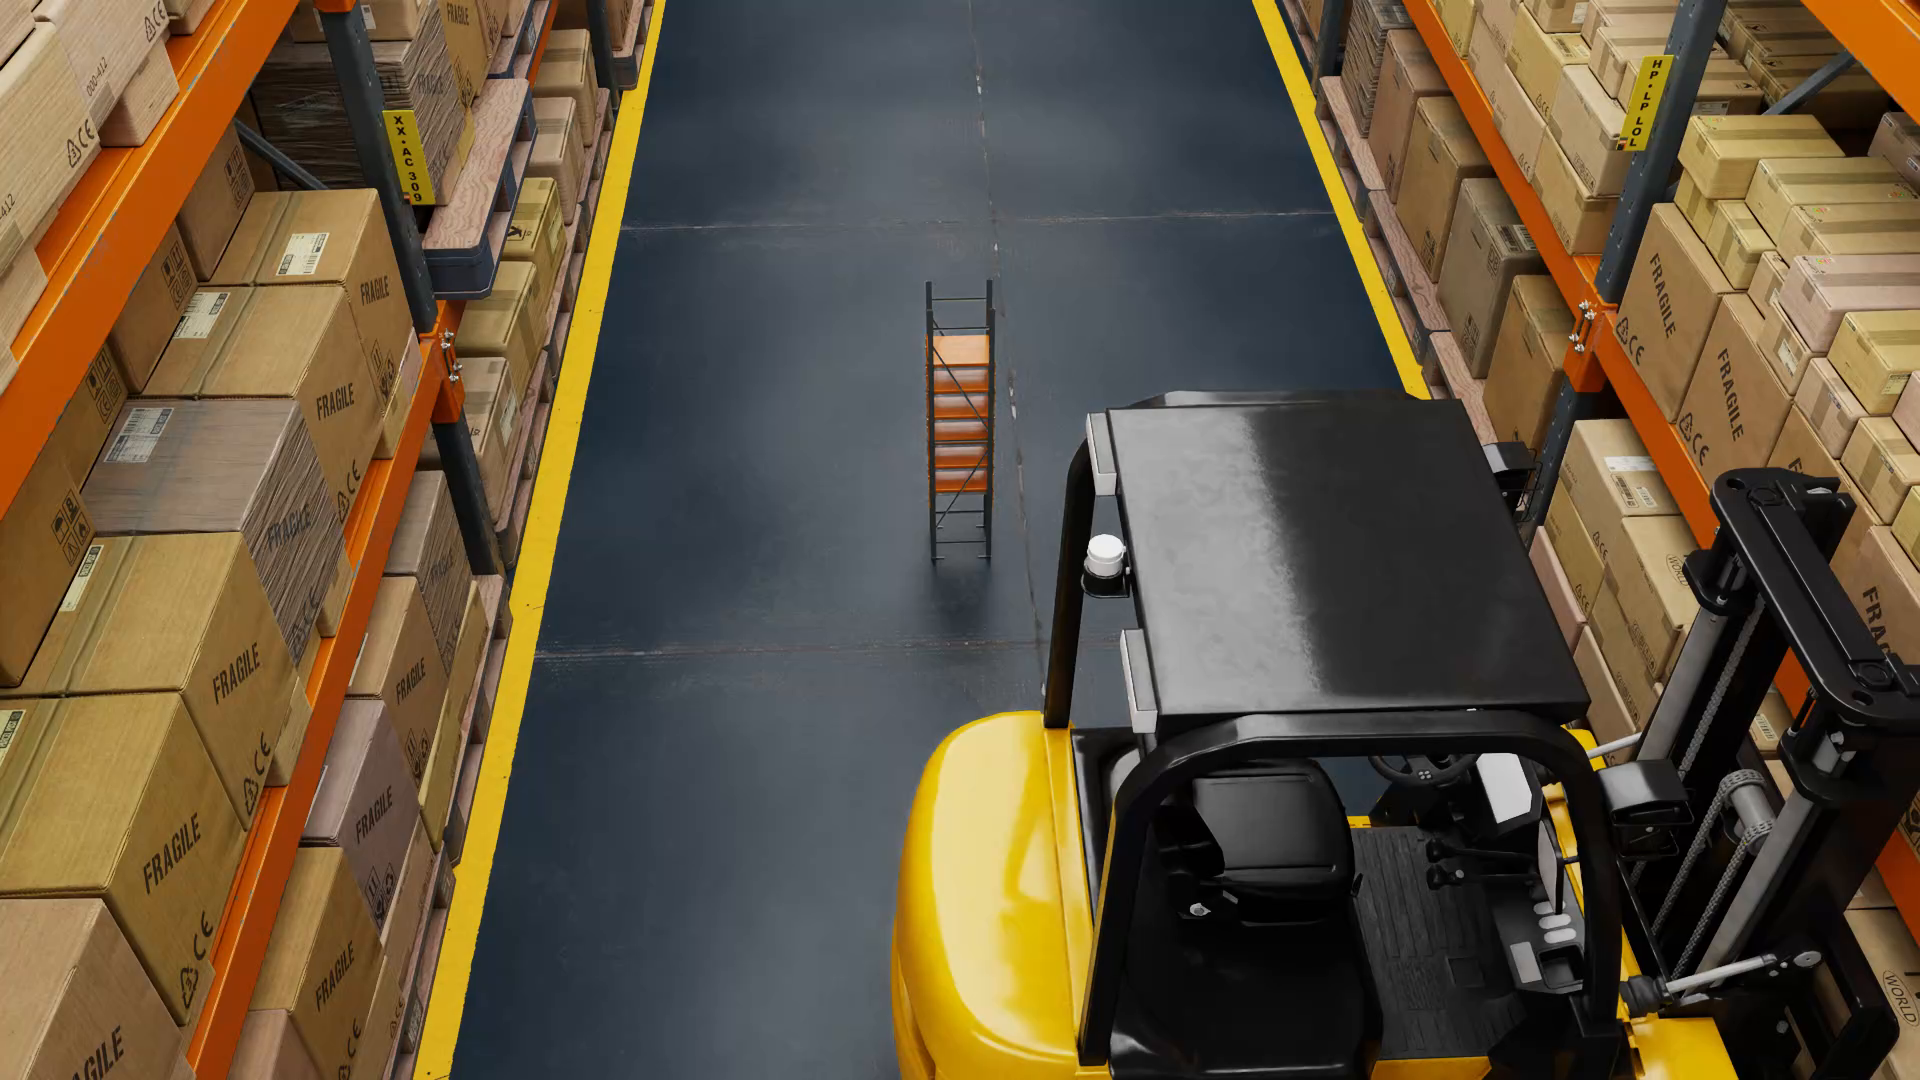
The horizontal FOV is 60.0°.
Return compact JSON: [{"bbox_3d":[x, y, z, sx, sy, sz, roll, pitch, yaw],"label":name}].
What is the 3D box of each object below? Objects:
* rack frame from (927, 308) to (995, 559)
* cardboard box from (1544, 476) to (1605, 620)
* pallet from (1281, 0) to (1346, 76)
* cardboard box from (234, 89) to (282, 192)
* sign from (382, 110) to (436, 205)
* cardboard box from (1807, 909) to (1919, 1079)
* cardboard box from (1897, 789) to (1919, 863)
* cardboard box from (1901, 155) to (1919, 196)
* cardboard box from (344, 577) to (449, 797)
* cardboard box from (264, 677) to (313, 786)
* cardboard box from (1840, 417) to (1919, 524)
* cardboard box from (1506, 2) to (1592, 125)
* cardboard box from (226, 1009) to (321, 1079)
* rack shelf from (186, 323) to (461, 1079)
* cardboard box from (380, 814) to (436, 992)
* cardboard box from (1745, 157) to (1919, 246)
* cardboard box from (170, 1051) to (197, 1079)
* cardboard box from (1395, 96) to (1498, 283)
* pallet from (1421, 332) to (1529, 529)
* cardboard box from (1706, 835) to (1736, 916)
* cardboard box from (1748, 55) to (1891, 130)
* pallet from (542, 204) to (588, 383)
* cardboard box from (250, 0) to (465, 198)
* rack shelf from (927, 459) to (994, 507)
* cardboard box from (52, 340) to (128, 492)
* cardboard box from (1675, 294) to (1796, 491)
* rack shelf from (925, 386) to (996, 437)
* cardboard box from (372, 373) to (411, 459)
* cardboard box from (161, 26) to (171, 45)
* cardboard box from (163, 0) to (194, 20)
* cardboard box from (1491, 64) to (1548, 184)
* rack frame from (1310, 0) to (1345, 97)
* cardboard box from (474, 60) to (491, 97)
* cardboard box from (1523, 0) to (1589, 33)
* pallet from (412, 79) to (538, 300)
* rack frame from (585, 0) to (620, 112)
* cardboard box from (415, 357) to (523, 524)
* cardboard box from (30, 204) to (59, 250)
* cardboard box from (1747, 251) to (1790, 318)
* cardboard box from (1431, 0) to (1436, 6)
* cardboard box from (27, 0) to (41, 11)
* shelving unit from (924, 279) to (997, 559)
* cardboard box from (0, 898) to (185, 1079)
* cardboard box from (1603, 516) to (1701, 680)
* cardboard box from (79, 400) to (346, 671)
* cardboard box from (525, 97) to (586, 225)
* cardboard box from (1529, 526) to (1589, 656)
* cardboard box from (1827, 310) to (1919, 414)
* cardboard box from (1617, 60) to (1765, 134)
[{"bbox_3d":[0.005,-0.371,6.267,0.240,1.200,0.006,-2,43,-2],"label":"rack frame"},{"bbox_3d":[2.408,0.015,5.868,0.500,0.250,0.500,-2,43,-2],"label":"cardboard box"},{"bbox_3d":[2.532,-3.173,10.055,1.003,0.211,1.213,-2,43,-2],"label":"pallet"},{"bbox_3d":[-2.512,-1.457,5.515,0.500,0.500,0.500,-2,43,-3],"label":"cardboard box"},{"bbox_3d":[-1.721,-1.190,5.188,0.100,0.325,0.005,-2,43,-2],"label":"sign"},{"bbox_3d":[2.476,1.209,4.196,0.500,0.250,0.500,-1,43,-1],"label":"cardboard box"},{"bbox_3d":[2.548,0.647,3.750,0.500,0.500,0.500,-2,43,-3],"label":"cardboard box"},{"bbox_3d":[2.981,-1.003,4.851,0.380,0.149,0.250,-3,43,-3],"label":"cardboard box"},{"bbox_3d":[-1.946,0.467,5.190,0.500,0.500,0.500,-1,43,-1],"label":"cardboard box"},{"bbox_3d":[-1.870,0.483,4.189,0.380,0.149,0.250,-1,43,-1],"label":"cardboard box"},{"bbox_3d":[2.472,-0.183,4.176,0.380,0.149,0.250,-3,43,-3],"label":"cardboard box"},{"bbox_3d":[2.391,-1.795,6.230,0.500,0.250,0.500,-3,43,-3],"label":"cardboard box"},{"bbox_3d":[-1.879,1.511,4.051,0.500,0.500,0.500,-3,43,-3],"label":"cardboard box"},{"bbox_3d":[-2.178,0.765,4.228,1.077,0.370,4.000,-2,43,-2],"label":"rack shelf"},{"bbox_3d":[-1.920,1.103,5.051,0.500,0.250,0.500,-1,43,-1],"label":"cardboard box"},{"bbox_3d":[2.532,-0.984,4.829,0.380,0.149,0.250,-1,43,-1],"label":"cardboard box"},{"bbox_3d":[-1.821,1.183,3.425,0.380,0.149,0.250,-1,43,-1],"label":"cardboard box"},{"bbox_3d":[2.603,-1.658,7.786,0.875,0.625,0.625,-3,43,-4],"label":"cardboard box"},{"bbox_3d":[2.626,-0.464,7.099,1.003,0.211,1.213,-2,43,-2],"label":"pallet"},{"bbox_3d":[2.462,1.035,4.755,0.500,0.250,0.500,-2,43,-2],"label":"cardboard box"},{"bbox_3d":[2.895,-1.515,5.628,0.380,0.149,0.250,-3,43,-3],"label":"cardboard box"},{"bbox_3d":[-2.352,-1.173,7.874,1.003,0.211,1.213,-2,43,-2],"label":"pallet"},{"bbox_3d":[-1.996,-1.476,5.536,0.500,0.500,0.500,-1,43,-1],"label":"cardboard box"},{"bbox_3d":[0.001,-0.223,6.526,0.258,0.103,0.180,-2,43,-2],"label":"rack shelf"},{"bbox_3d":[-2.467,-0.377,3.907,0.700,0.500,0.500,-3,43,-3],"label":"cardboard box"},{"bbox_3d":[2.493,-0.374,4.864,0.500,0.500,0.500,-1,43,-1],"label":"cardboard box"},{"bbox_3d":[0.001,-0.488,6.283,0.258,0.103,0.180,-2,43,-2],"label":"rack shelf"},{"bbox_3d":[-1.927,-0.381,5.132,0.380,0.149,0.250,-1,43,-1],"label":"cardboard box"},{"bbox_3d":[-2.024,-1.142,3.741,0.380,0.149,0.250,-3,43,-3],"label":"cardboard box"},{"bbox_3d":[-1.953,-1.379,3.705,0.500,0.250,0.500,-2,43,-2],"label":"cardboard box"},{"bbox_3d":[2.386,-1.612,6.400,0.500,0.250,0.500,-2,43,-2],"label":"cardboard box"},{"bbox_3d":[2.526,-3.696,8.562,1.000,3.000,0.127,-2,43,-2],"label":"rack frame"},{"bbox_3d":[-2.030,-1.827,6.399,0.380,0.149,0.250,-1,43,-1],"label":"cardboard box"},{"bbox_3d":[2.329,-2.010,6.168,0.380,0.149,0.250,-3,43,-3],"label":"cardboard box"},{"bbox_3d":[-2.150,-1.300,6.090,1.003,0.211,1.213,-2,43,-2],"label":"pallet"},{"bbox_3d":[-2.433,-3.551,8.404,1.000,3.000,0.127,-2,43,-2],"label":"rack frame"},{"bbox_3d":[-2.288,-0.390,6.590,0.950,0.372,0.625,-1,43,-1],"label":"cardboard box"},{"bbox_3d":[-1.974,-0.613,3.165,0.380,0.149,0.250,-2,43,-2],"label":"cardboard box"},{"bbox_3d":[2.498,-0.699,4.738,0.380,0.149,0.250,-2,43,-2],"label":"cardboard box"},{"bbox_3d":[2.346,-2.646,7.528,0.500,0.250,0.500,-3,43,-3],"label":"cardboard box"},{"bbox_3d":[-1.909,-1.076,3.079,0.380,0.149,0.250,-1,43,-1],"label":"cardboard box"},{"bbox_3d":[0.001,-0.433,6.334,0.258,1.200,0.189,-2,43,-2],"label":"shelving unit"},{"bbox_3d":[-1.861,1.026,3.116,0.500,0.500,0.500,0,43,0],"label":"cardboard box"},{"bbox_3d":[2.415,0.176,5.322,0.500,0.250,0.500,-2,43,-2],"label":"cardboard box"},{"bbox_3d":[-1.940,-0.006,4.243,0.500,0.500,0.500,-1,43,-1],"label":"cardboard box"},{"bbox_3d":[-2.379,-1.857,8.190,0.950,0.372,0.625,-2,43,-3],"label":"cardboard box"},{"bbox_3d":[2.386,0.200,6.036,0.500,0.250,0.500,-1,43,-1],"label":"cardboard box"},{"bbox_3d":[2.481,-0.460,4.258,0.380,0.149,0.250,-2,43,-2],"label":"cardboard box"},{"bbox_3d":[2.460,-1.495,5.607,0.380,0.149,0.250,0,43,0],"label":"cardboard box"}]
